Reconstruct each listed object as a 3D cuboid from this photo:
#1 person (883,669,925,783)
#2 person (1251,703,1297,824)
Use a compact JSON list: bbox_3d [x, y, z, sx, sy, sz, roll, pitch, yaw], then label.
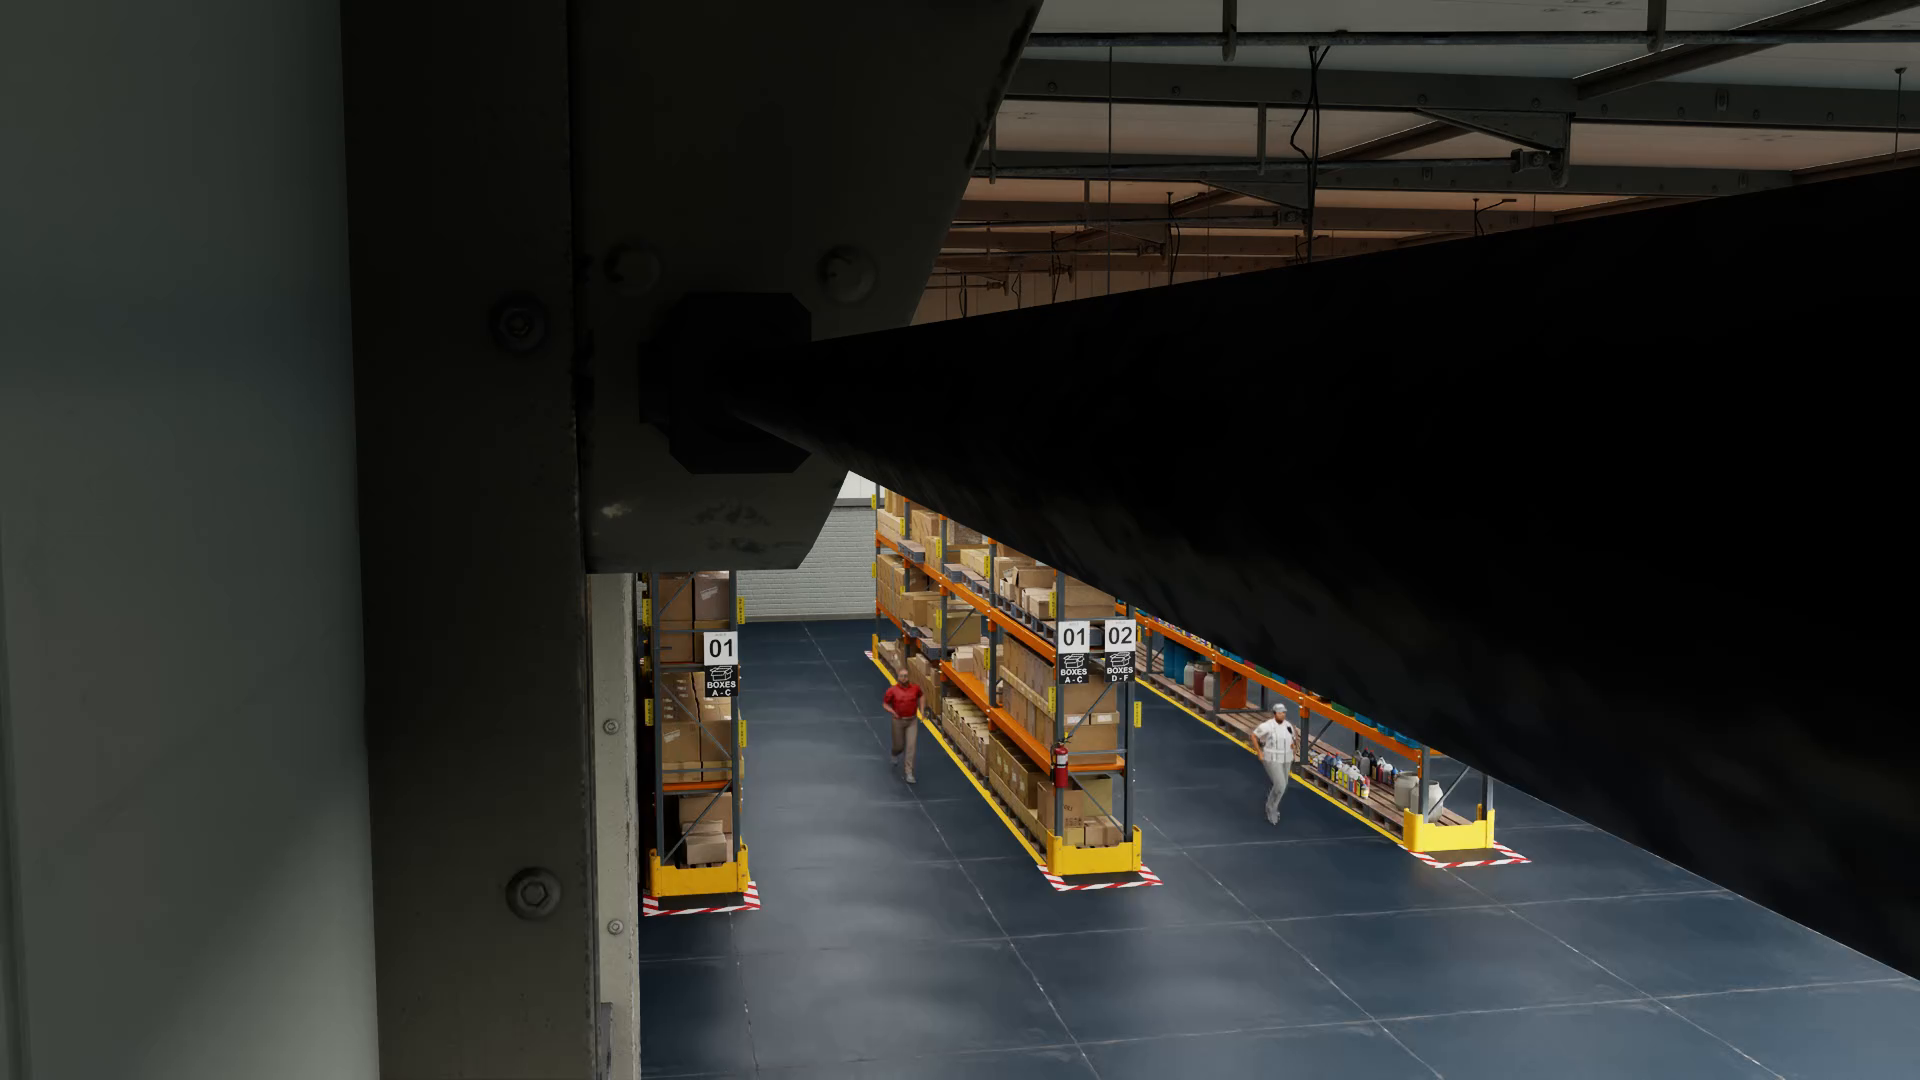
[{"bbox_3d":[-0.849,2.839,25.768,0.678,1.693,0.992,-1,6,-10],"label":"person"},{"bbox_3d":[4.455,3.126,23.277,0.578,1.689,0.682,-3,7,-27],"label":"person"}]
